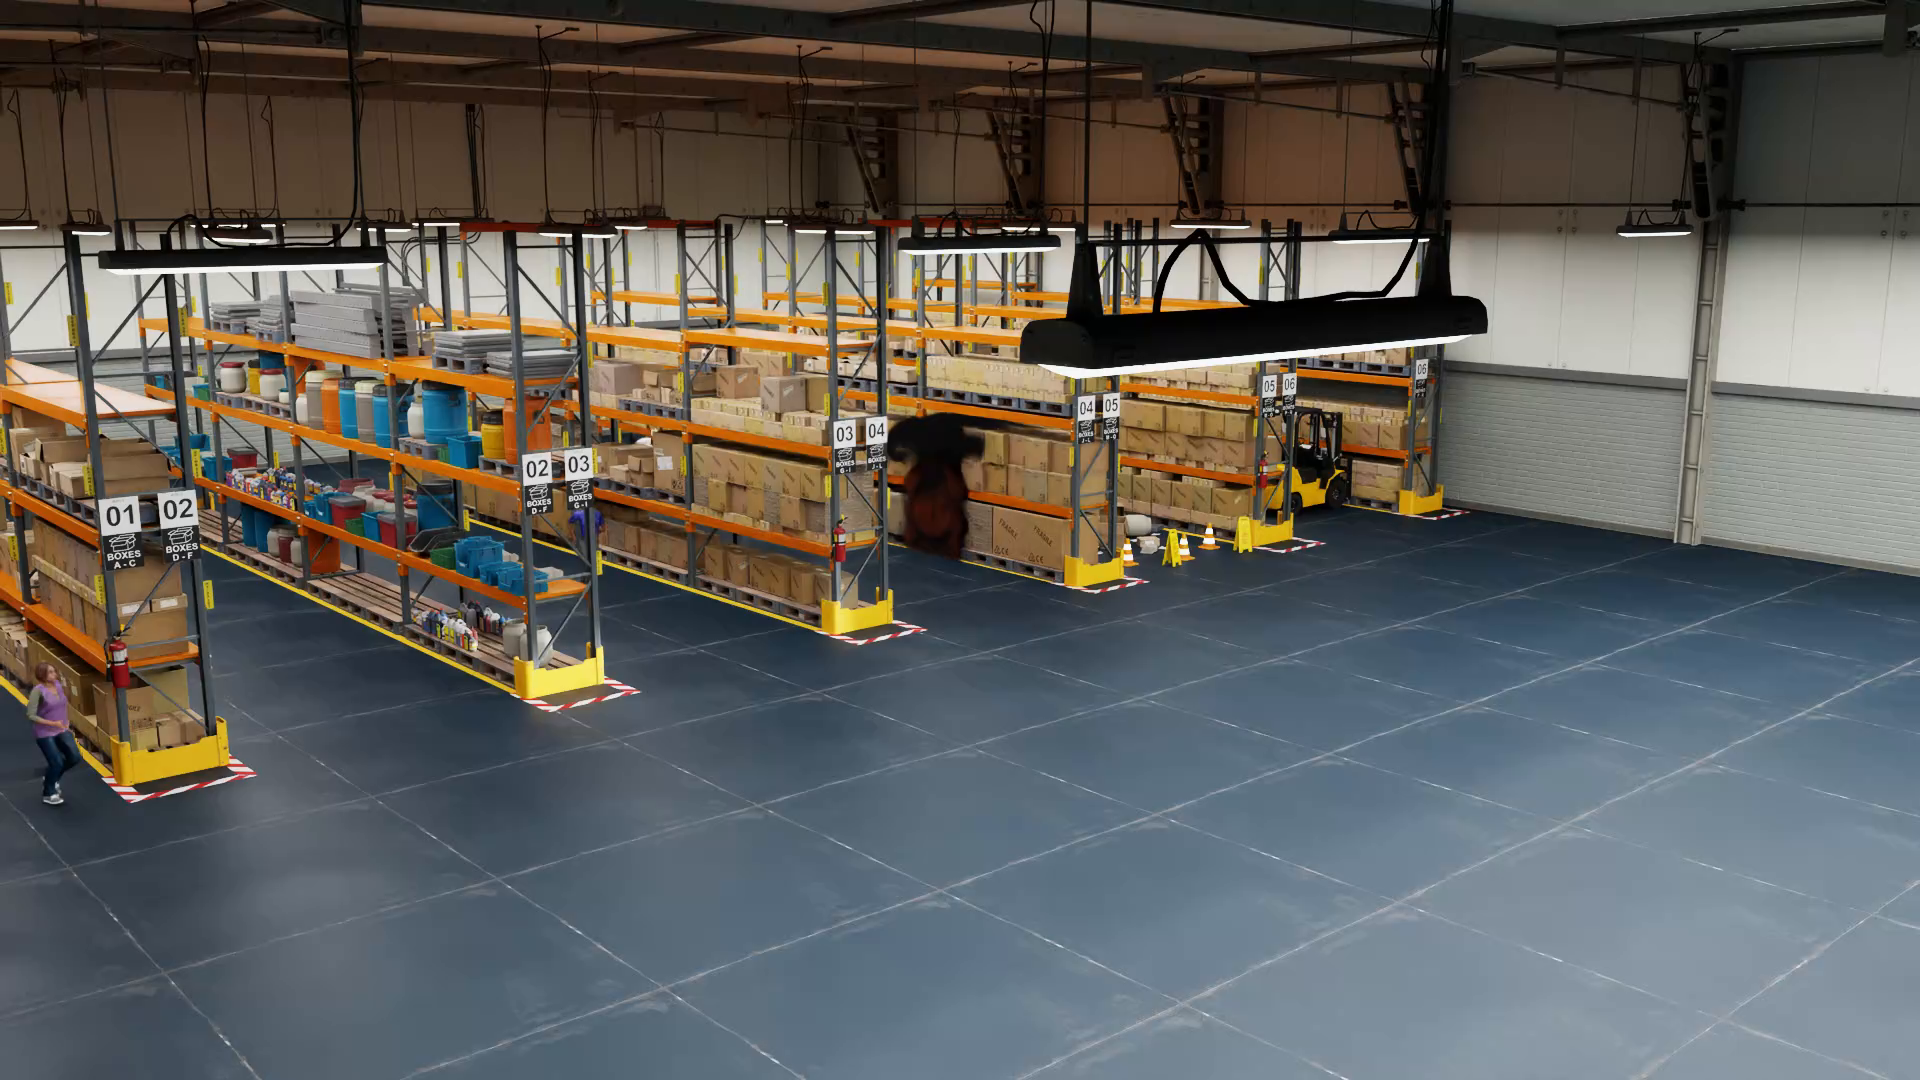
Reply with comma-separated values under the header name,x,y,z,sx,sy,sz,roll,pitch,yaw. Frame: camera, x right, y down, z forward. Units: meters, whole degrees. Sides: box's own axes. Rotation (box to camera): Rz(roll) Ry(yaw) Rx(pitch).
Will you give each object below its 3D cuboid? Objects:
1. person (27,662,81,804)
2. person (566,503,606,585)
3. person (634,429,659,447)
name,x,y,z,sx,sy,sz,roll,pitch,yaw
person,-9.630,2.052,17.697,0.542,1.559,0.544,3,12,16
person,-6.057,0.109,27.134,0.584,1.689,0.733,-9,15,-39
person,-6.694,-1.645,35.902,0.725,1.576,1.100,-7,13,-30
